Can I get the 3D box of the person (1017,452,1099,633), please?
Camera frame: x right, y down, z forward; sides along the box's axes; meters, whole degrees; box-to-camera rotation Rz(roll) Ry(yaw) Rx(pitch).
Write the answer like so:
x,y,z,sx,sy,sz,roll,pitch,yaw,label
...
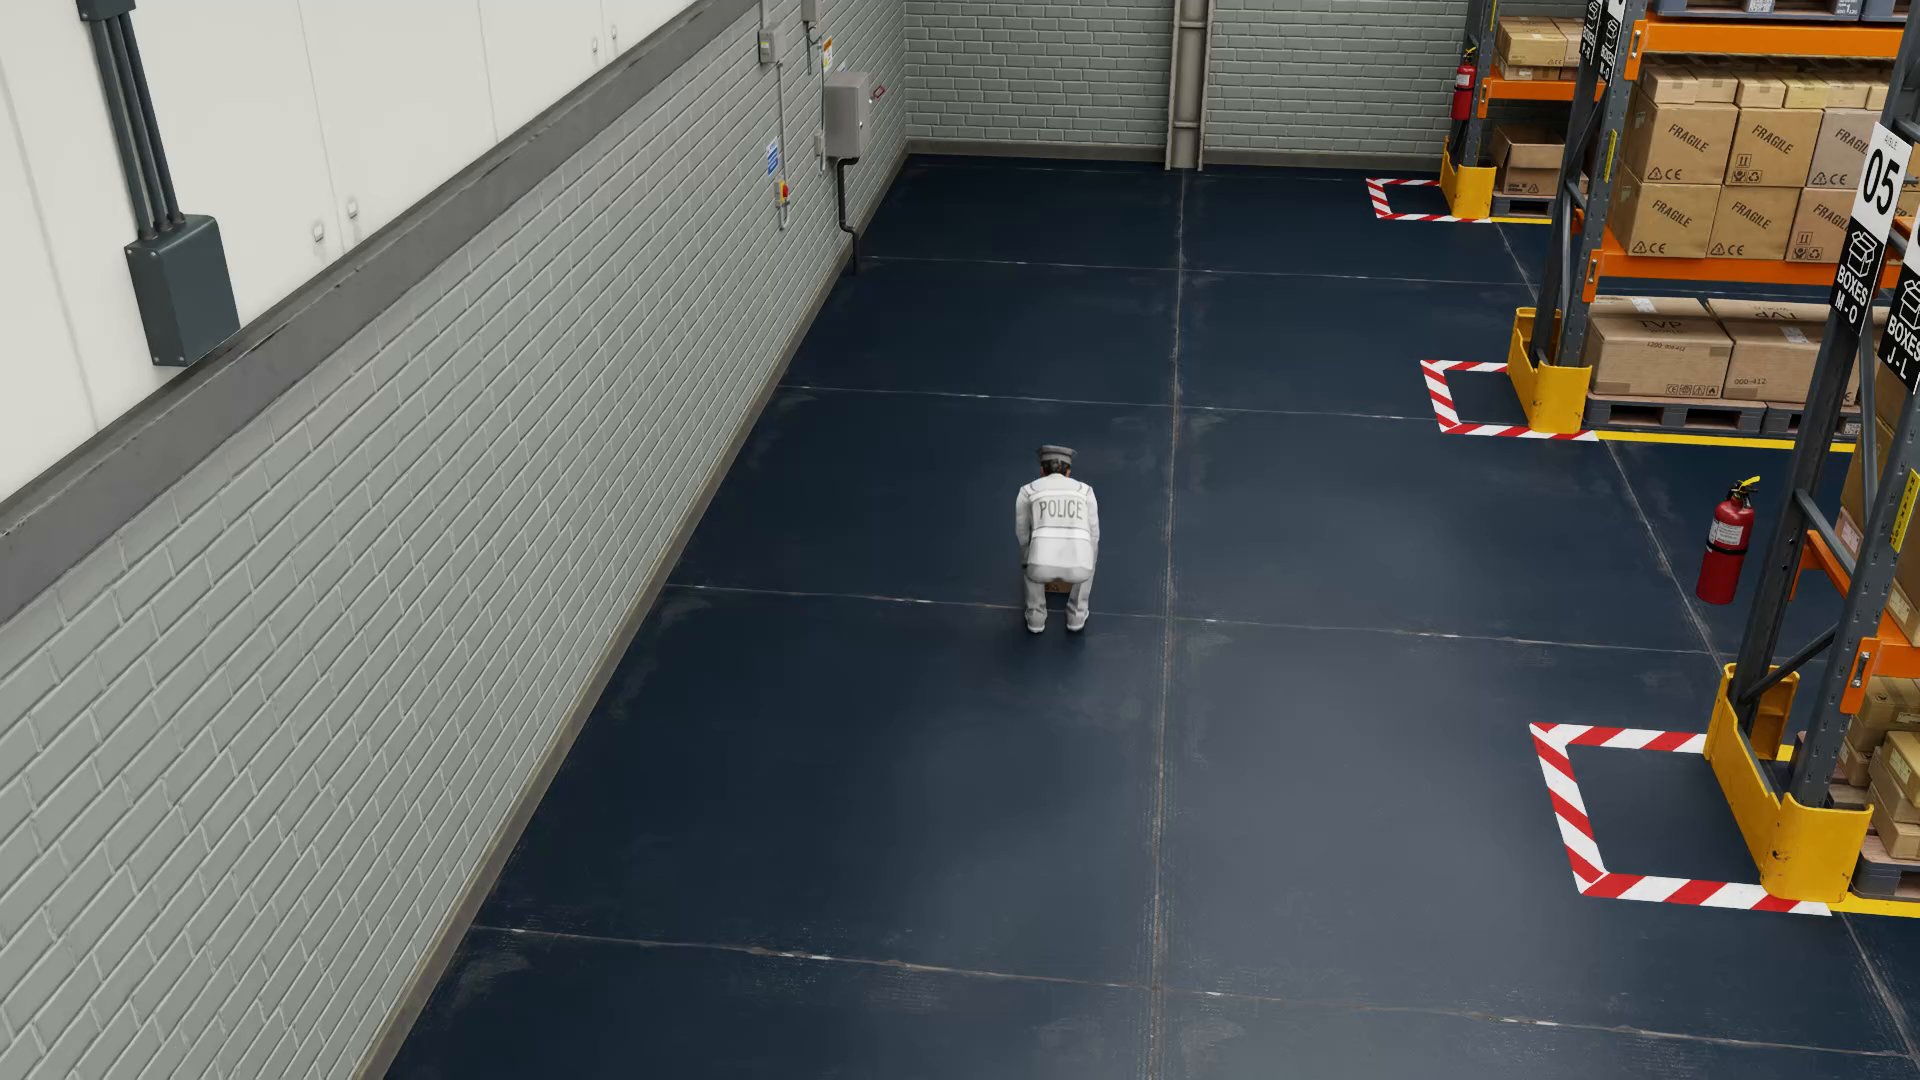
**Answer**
x,y,z,sx,sy,sz,roll,pitch,yaw,label
0.549,0.019,9.399,0.477,0.898,0.856,3,29,6,person
